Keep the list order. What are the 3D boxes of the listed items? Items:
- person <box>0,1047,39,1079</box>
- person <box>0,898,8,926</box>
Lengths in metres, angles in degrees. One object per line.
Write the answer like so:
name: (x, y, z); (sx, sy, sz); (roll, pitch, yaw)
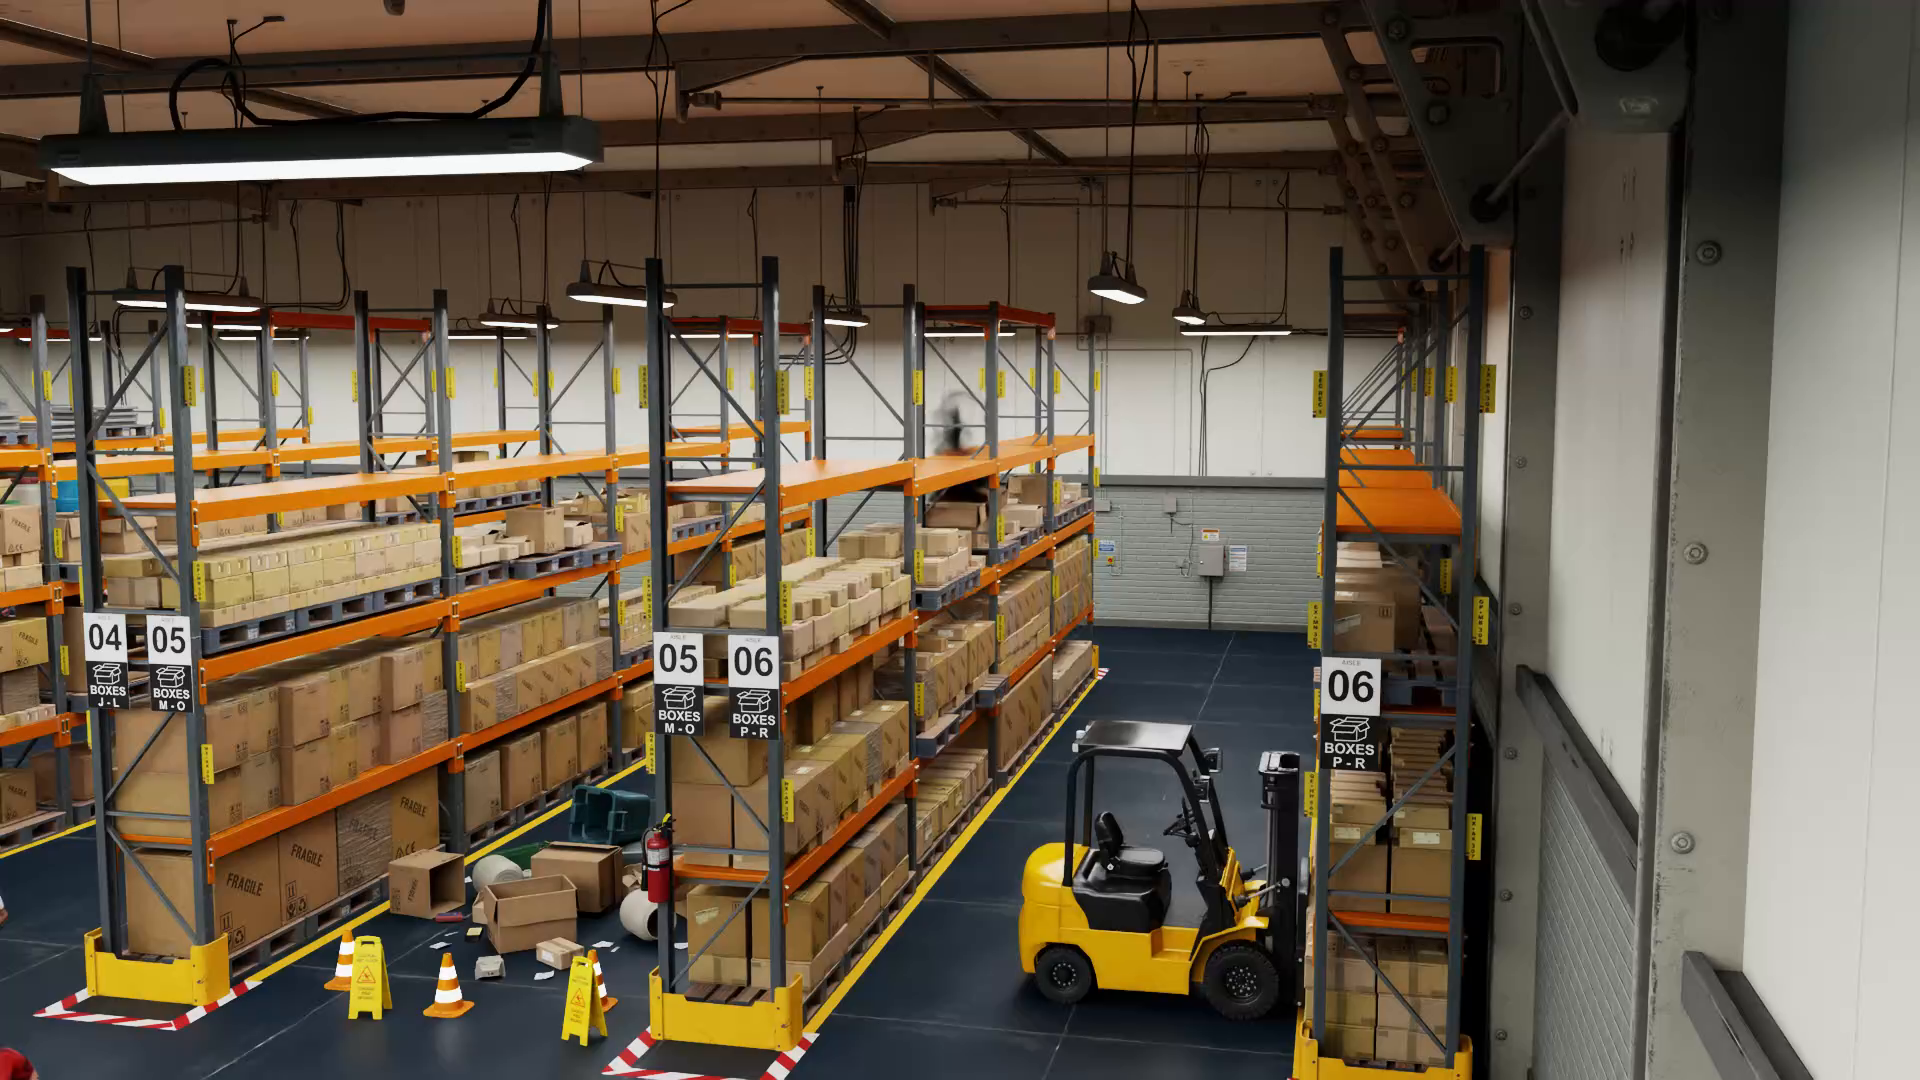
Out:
person: (-5.347, 3.405, 9.016); (0.685, 1.752, 0.867); (-4, 7, -33)
person: (-7.376, 3.090, 12.363); (0.576, 1.755, 0.764); (-2, 6, -22)
